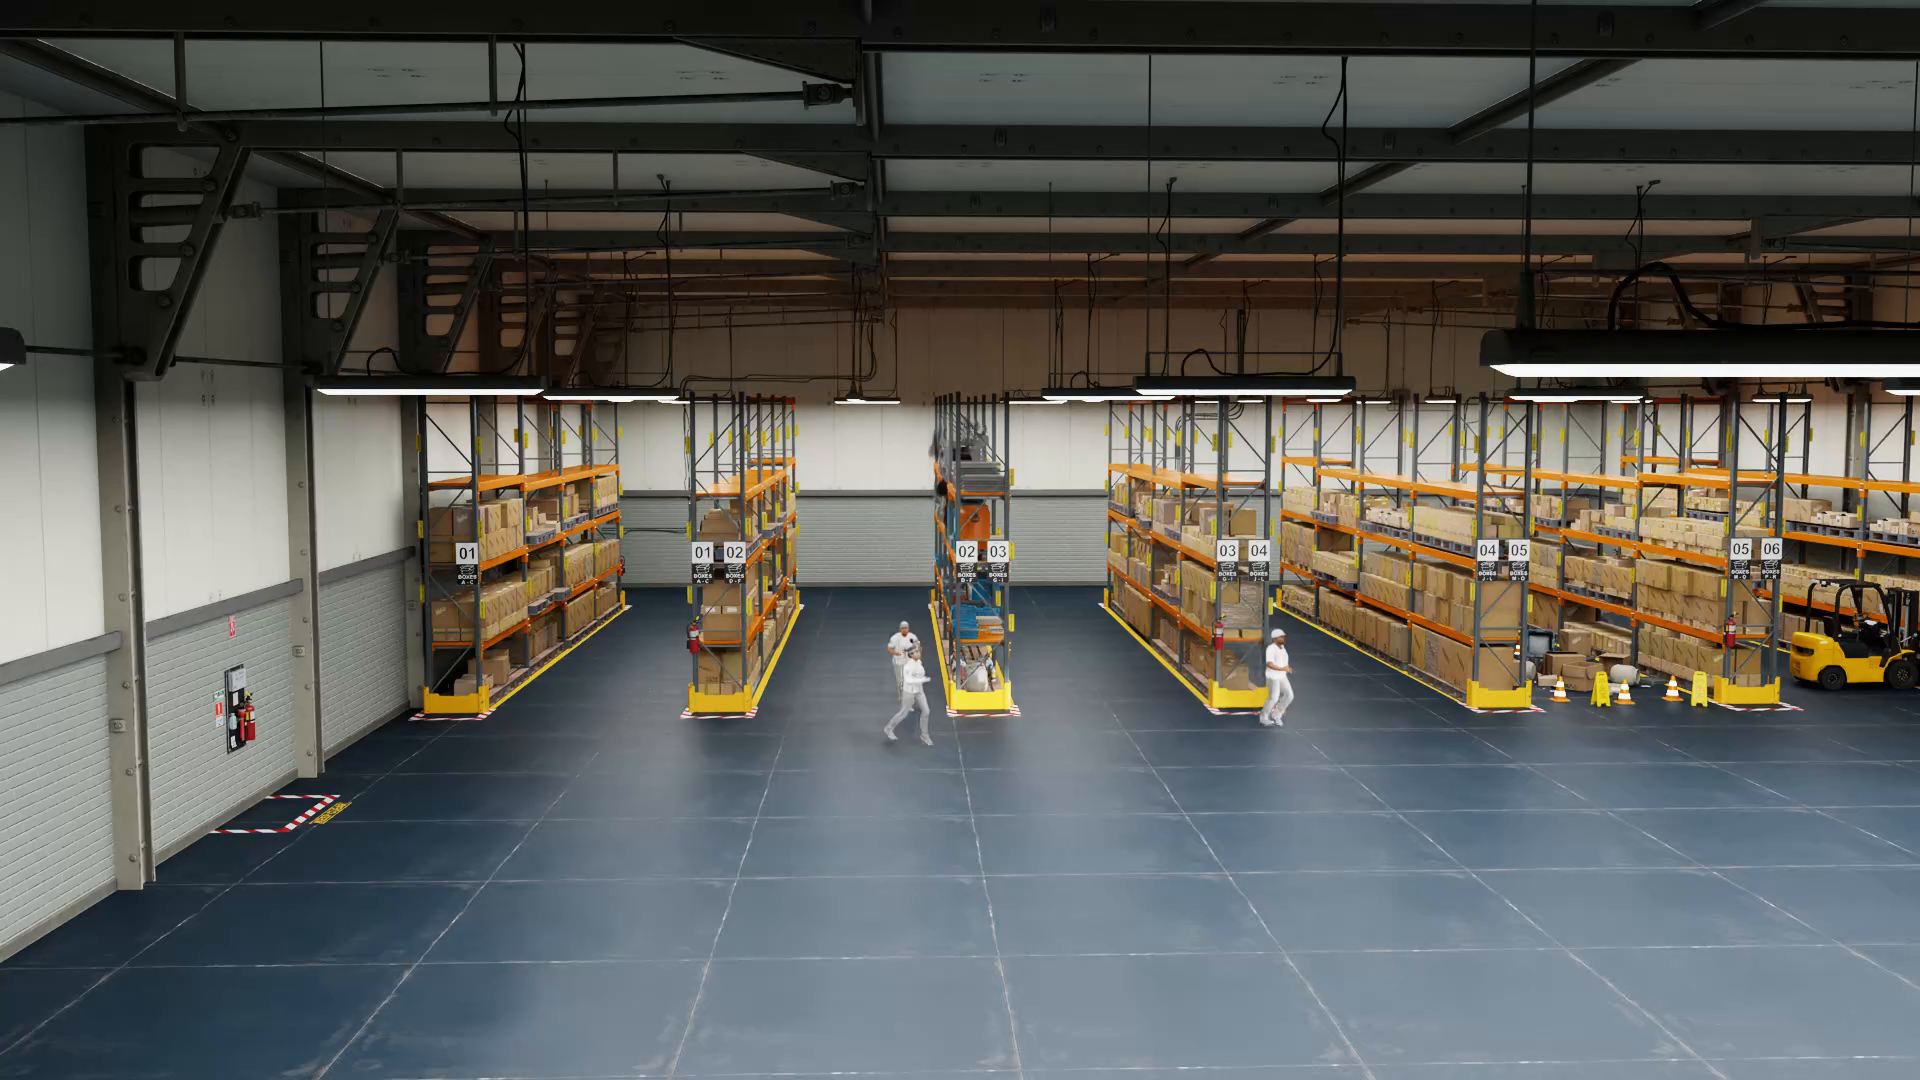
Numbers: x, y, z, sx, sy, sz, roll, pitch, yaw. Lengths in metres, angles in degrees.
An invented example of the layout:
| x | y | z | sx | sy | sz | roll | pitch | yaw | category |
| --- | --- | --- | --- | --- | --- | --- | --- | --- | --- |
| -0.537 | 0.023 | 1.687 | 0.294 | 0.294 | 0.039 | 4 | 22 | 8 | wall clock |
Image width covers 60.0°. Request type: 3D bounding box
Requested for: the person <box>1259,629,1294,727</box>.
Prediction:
| x | y | z | sx | sy | sz | roll | pitch | yaw | category |
| --- | --- | --- | --- | --- | --- | --- | --- | --- | --- |
| 5.701 | 2.479 | 29.734 | 0.699 | 1.795 | 0.730 | 4 | 6 | 38 | person |

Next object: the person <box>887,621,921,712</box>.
| x | y | z | sx | sy | sz | roll | pitch | yaw | category |
| --- | --- | --- | --- | --- | --- | --- | --- | --- | --- |
| -1.062 | 2.375 | 31.638 | 0.639 | 1.682 | 0.894 | 0 | 5 | -4 | person |

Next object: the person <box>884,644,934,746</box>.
| x | y | z | sx | sy | sz | roll | pitch | yaw | category |
| --- | --- | --- | --- | --- | --- | --- | --- | --- | --- |
| -0.845 | 2.615 | 28.277 | 0.883 | 1.739 | 0.623 | 3 | 5 | 33 | person |
